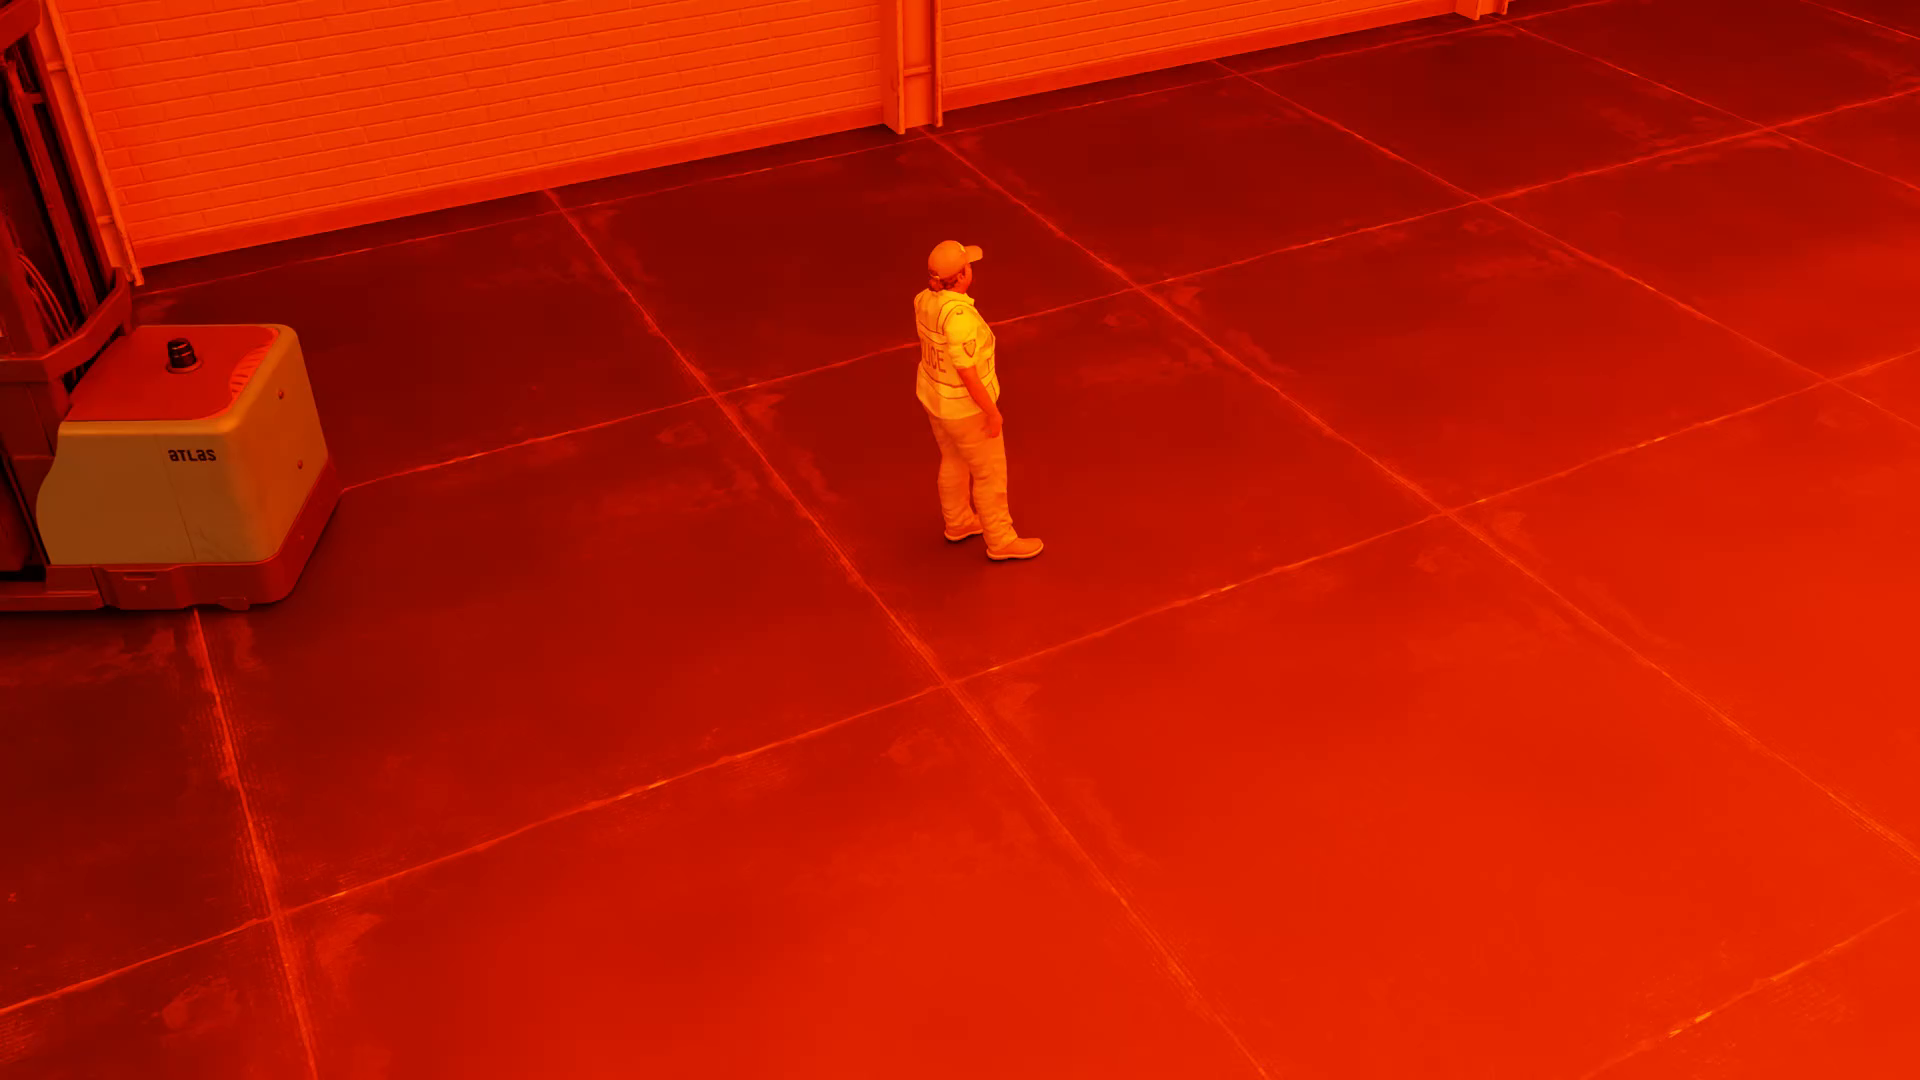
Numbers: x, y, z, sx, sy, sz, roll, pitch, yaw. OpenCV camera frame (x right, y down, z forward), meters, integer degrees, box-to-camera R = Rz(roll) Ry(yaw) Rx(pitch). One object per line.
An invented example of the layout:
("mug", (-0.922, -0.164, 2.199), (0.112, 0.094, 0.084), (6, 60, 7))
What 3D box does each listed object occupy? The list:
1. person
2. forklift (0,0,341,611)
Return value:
("person", (0.078, -0.696, 8.189), (0.529, 1.670, 0.598), (-17, 39, -23))
("forklift", (-4.811, -1.114, 7.699), (3.031, 2.935, 1.130), (-1, 35, -1))
